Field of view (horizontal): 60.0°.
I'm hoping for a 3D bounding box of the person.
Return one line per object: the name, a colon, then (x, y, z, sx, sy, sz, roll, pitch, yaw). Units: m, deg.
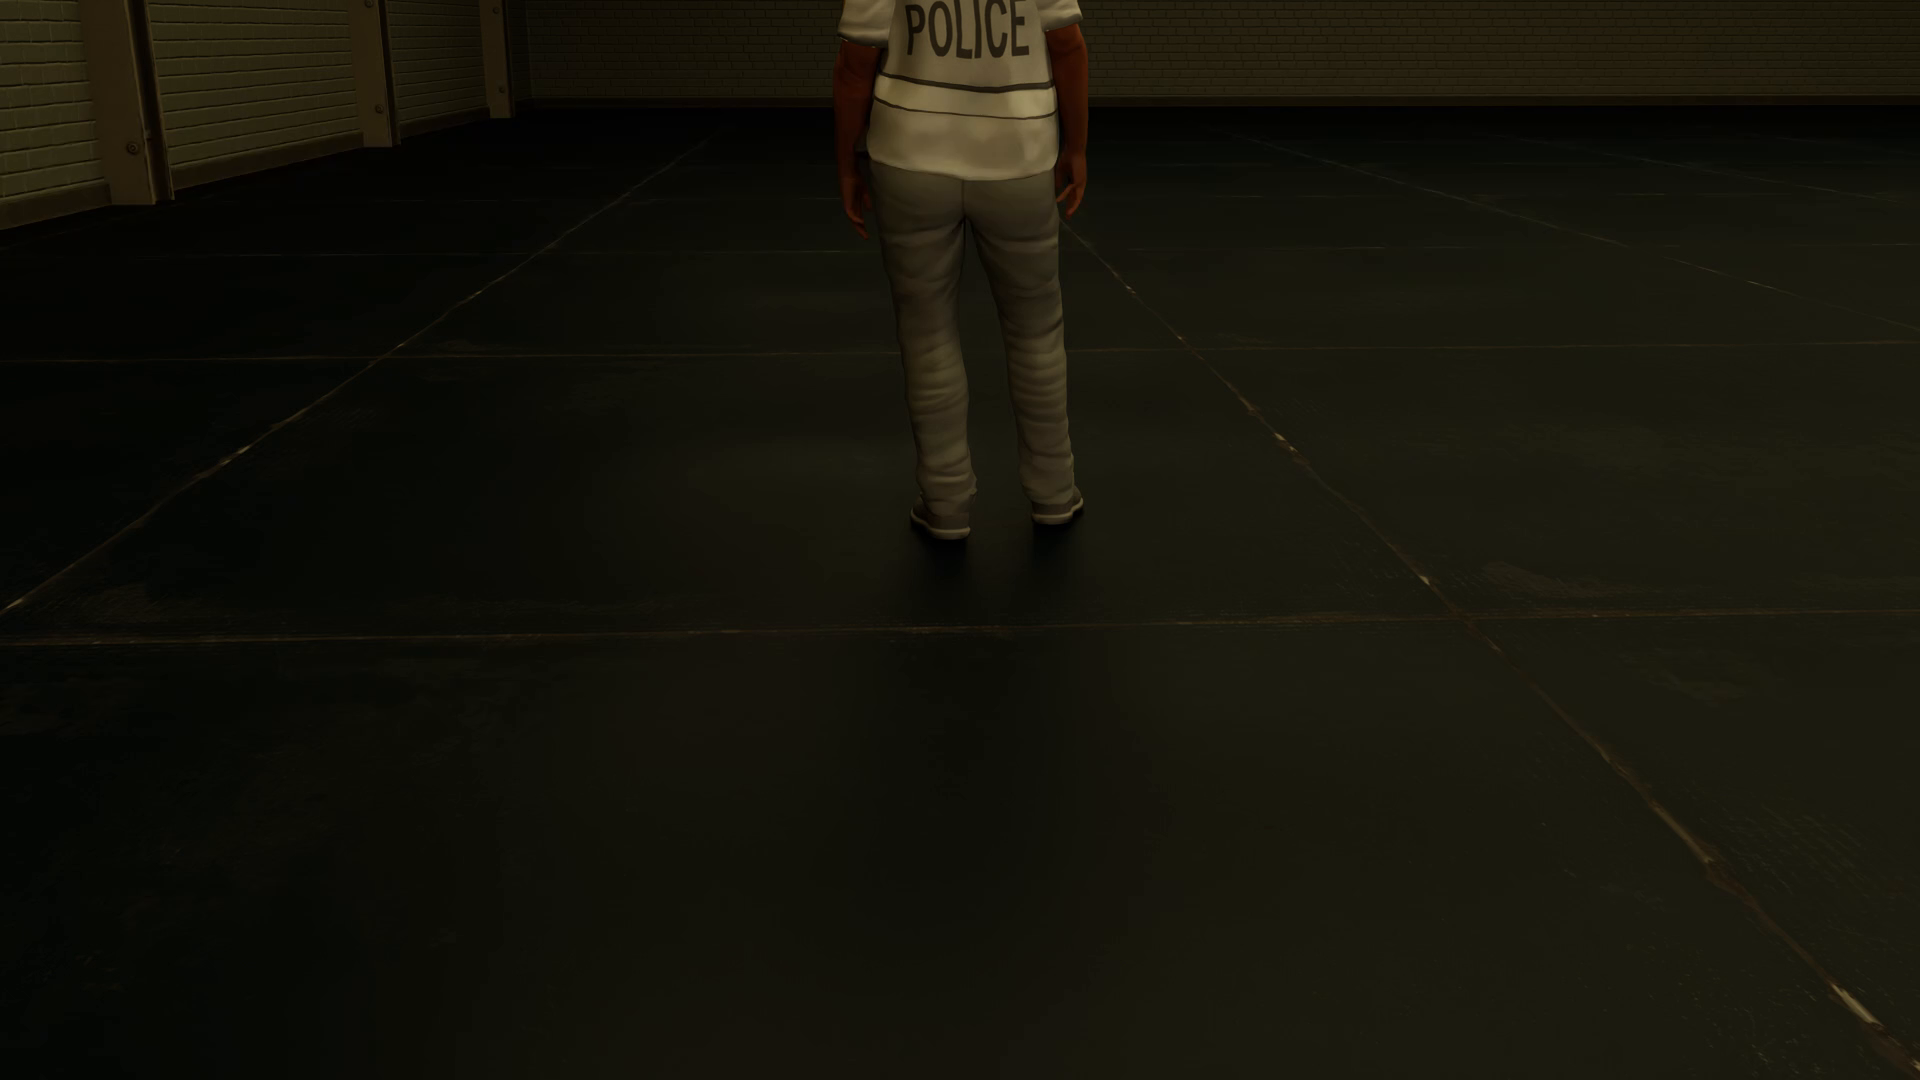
person: (0.019, -0.826, 3.747, 0.598, 1.670, 0.529, -1, 17, -3)
